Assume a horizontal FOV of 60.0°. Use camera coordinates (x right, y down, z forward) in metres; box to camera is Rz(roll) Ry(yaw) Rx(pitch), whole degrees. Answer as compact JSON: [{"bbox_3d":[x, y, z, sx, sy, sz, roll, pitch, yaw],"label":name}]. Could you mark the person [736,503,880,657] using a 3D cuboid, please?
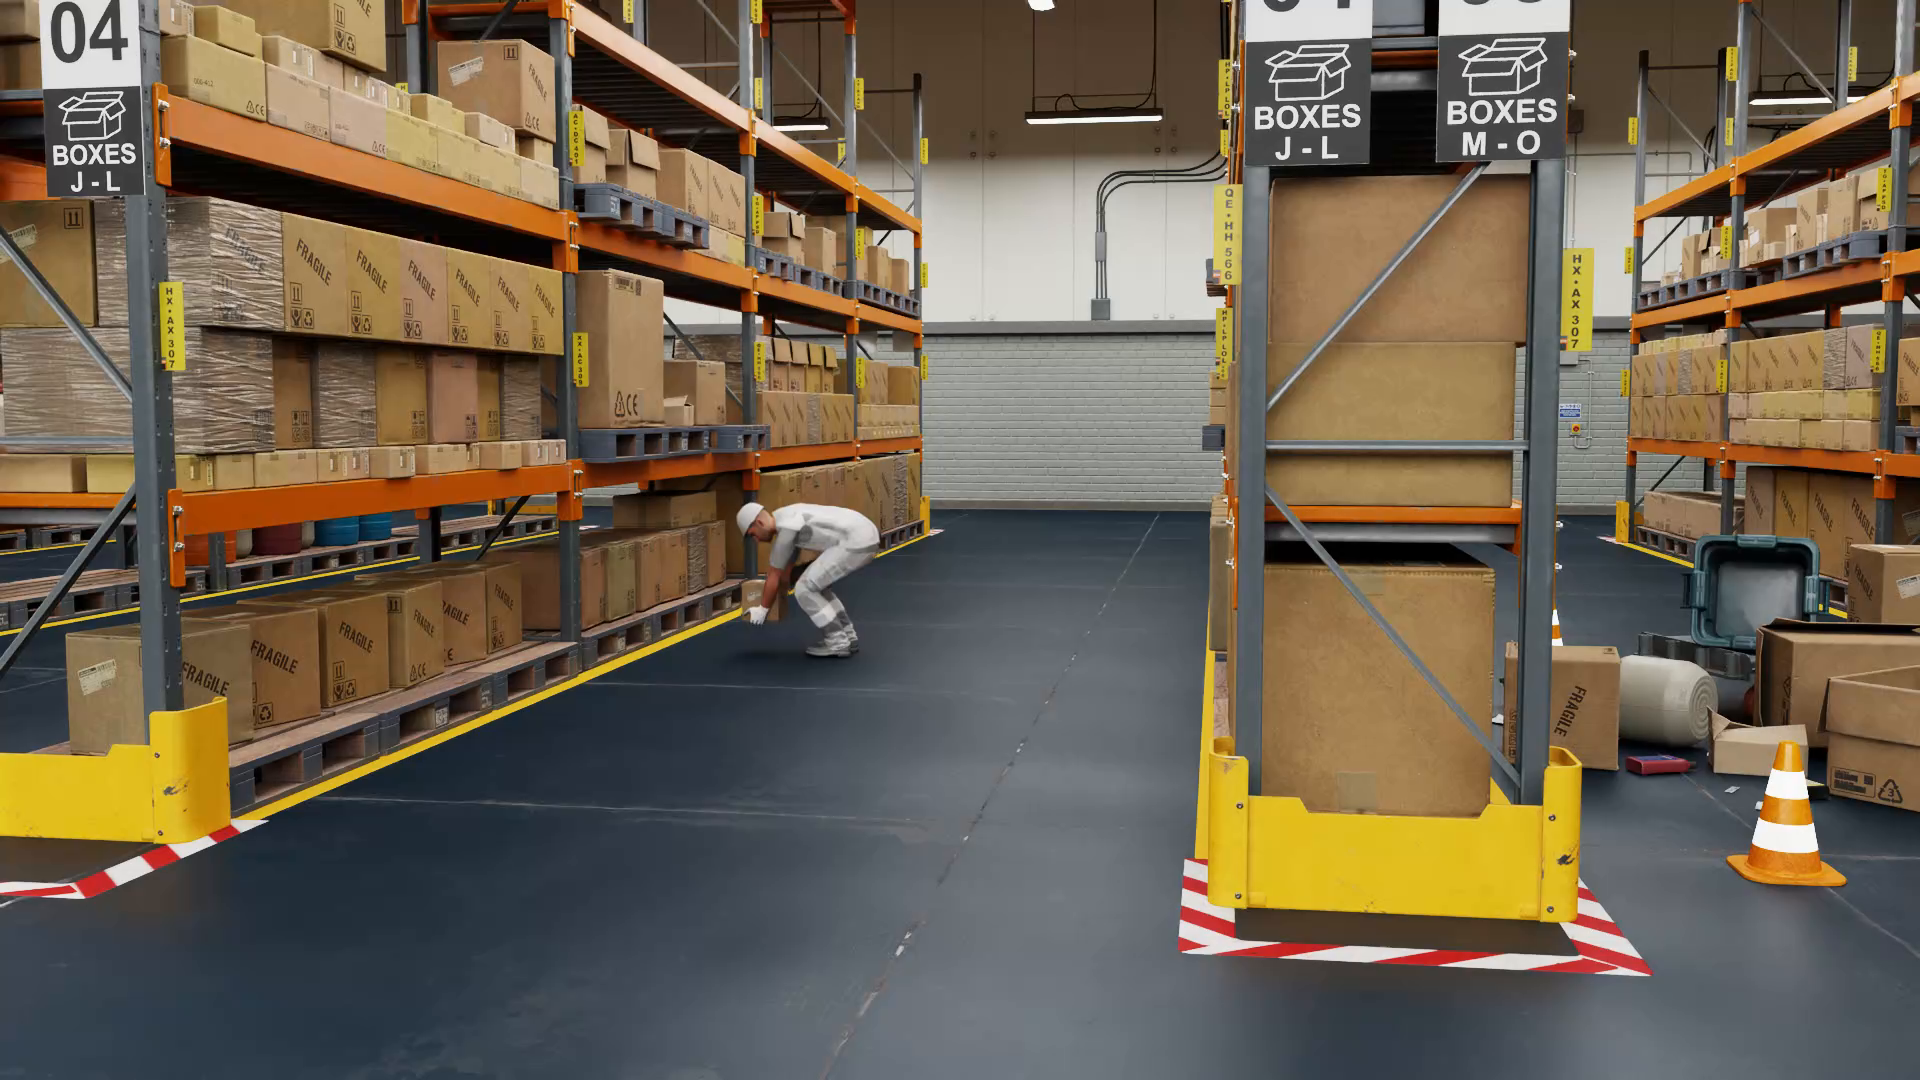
[{"bbox_3d":[-1.015,0.258,11.116,0.958,1.012,0.534,0,4,6],"label":"person"}]
